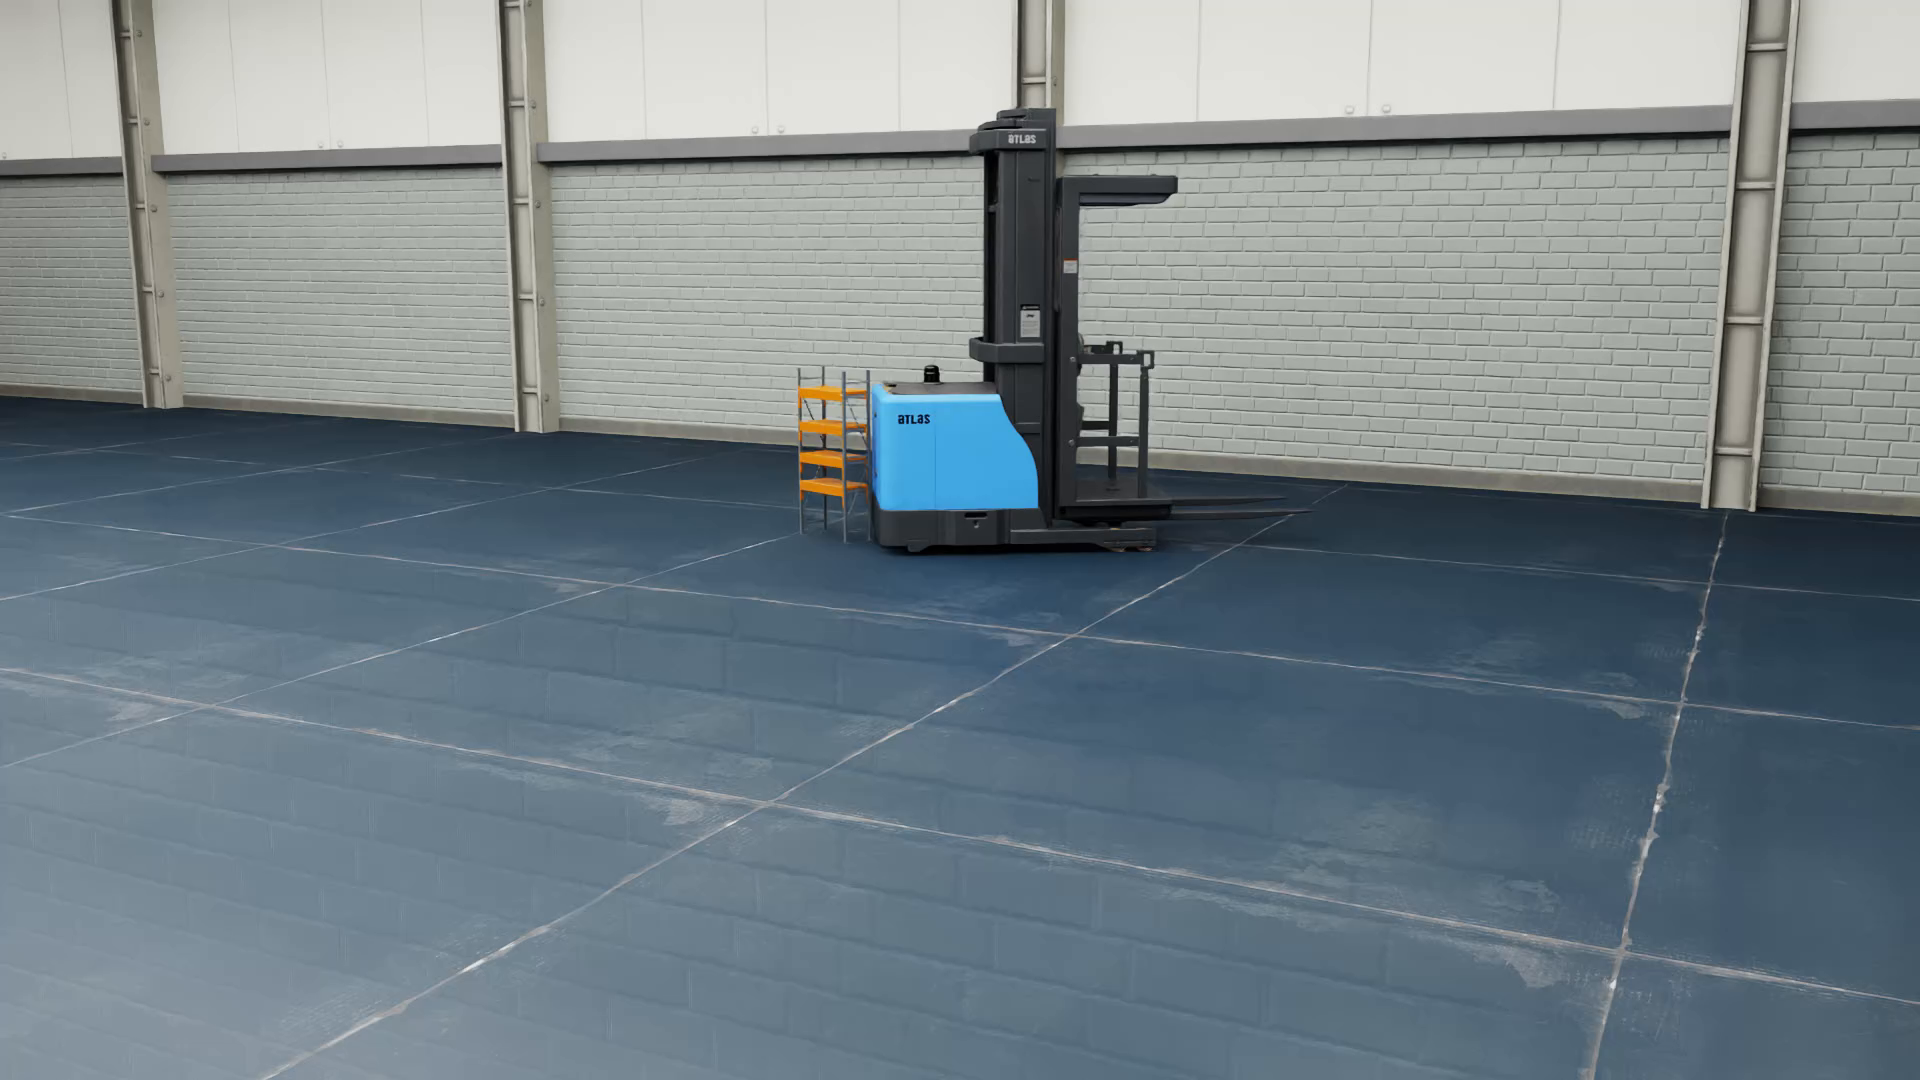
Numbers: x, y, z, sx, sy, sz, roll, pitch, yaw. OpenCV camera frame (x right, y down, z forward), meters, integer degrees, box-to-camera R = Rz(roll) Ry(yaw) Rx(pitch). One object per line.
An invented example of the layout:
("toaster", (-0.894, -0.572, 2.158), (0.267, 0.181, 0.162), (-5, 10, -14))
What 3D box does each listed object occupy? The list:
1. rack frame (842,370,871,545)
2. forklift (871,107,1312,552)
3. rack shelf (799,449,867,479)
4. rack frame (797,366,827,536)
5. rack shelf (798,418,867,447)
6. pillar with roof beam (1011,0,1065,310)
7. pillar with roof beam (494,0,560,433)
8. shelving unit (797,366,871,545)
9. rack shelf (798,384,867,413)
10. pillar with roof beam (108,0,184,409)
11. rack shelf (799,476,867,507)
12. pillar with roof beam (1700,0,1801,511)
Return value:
("rack frame", (-0.716, -0.574, 11.533), (0.240, 1.200, 0.015), (-10, 14, -43))
("forklift", (0.913, -1.452, 11.521), (3.031, 2.935, 1.130), (-1, 10, -7))
("rack shelf", (-0.885, -0.539, 11.718), (0.258, 0.148, 0.480), (-10, 14, -43))
("rack frame", (-1.054, -0.637, 11.879), (0.240, 1.200, 0.015), (-10, 14, -43))
("rack shelf", (-0.885, -0.759, 11.678), (0.258, 0.148, 0.480), (-10, 14, -43))
("pillar with roof beam", (-1.194, -4.475, 11.188), (0.400, 9.000, 9.100), (5, 11, 26))
("pillar with roof beam", (-6.574, -4.948, 13.801), (0.400, 9.000, 9.100), (5, 11, 26))
("shelving unit", (-0.885, -0.605, 11.706), (0.258, 1.200, 0.503), (-10, 14, -43))
("rack shelf", (-0.885, -0.992, 11.636), (0.258, 0.148, 0.480), (-10, 14, -43))
("pillar with roof beam", (-11.955, -5.421, 16.413), (0.400, 9.000, 9.100), (5, 11, 26))
("rack shelf", (-0.885, -0.344, 11.753), (0.258, 0.148, 0.480), (-10, 14, -43))
("pillar with roof beam", (4.187, -4.002, 8.576), (0.400, 9.000, 9.100), (5, 11, 26))
